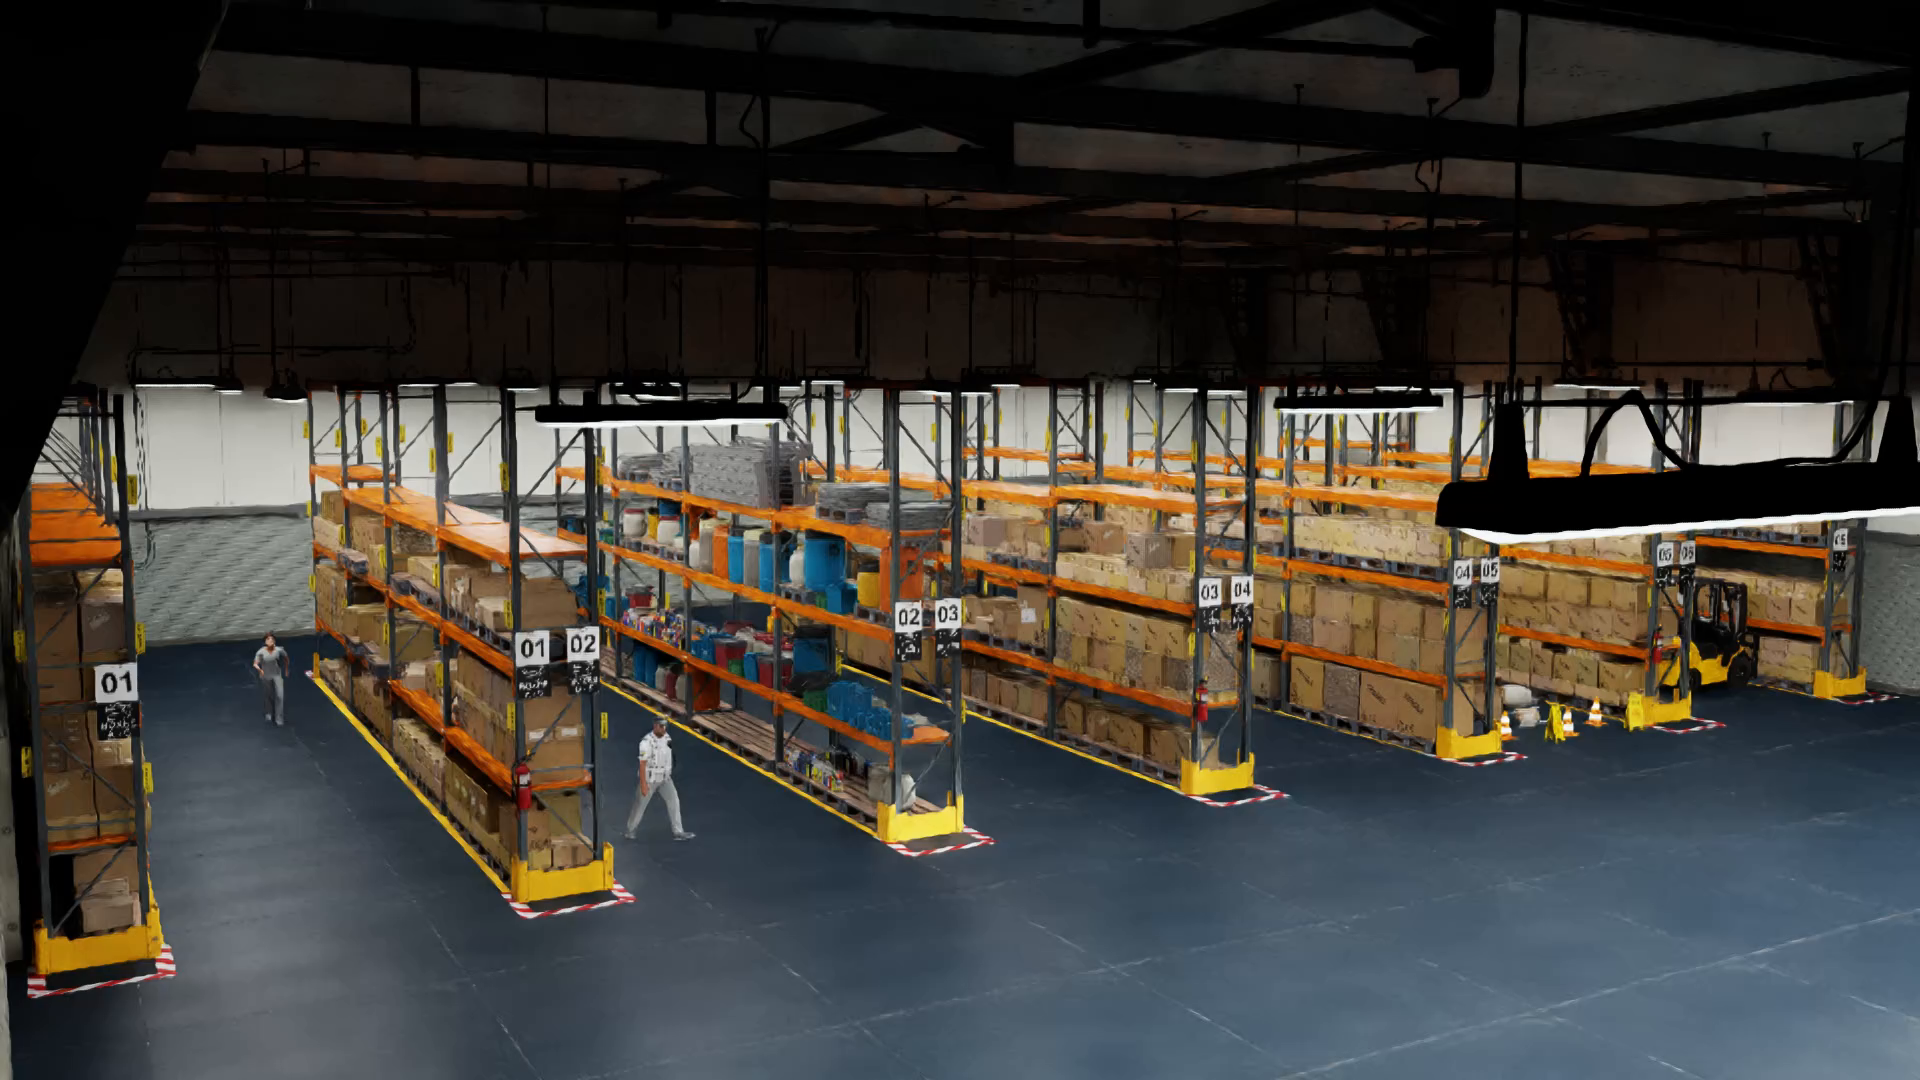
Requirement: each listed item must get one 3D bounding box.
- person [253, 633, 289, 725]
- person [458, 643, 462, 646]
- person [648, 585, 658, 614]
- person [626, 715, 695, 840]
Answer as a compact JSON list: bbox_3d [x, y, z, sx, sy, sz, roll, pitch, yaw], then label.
[{"bbox_3d":[-12.149,2.415,29.342,0.589,1.600,0.819,-3,7,-24],"label":"person"},{"bbox_3d":[-10.572,1.682,35.910,0.525,1.657,0.709,0,6,1],"label":"person"},{"bbox_3d":[-6.614,1.747,35.473,0.451,1.585,1.097,-4,7,-30],"label":"person"},{"bbox_3d":[-4.023,3.142,22.049,0.972,1.711,0.586,5,8,38],"label":"person"}]
